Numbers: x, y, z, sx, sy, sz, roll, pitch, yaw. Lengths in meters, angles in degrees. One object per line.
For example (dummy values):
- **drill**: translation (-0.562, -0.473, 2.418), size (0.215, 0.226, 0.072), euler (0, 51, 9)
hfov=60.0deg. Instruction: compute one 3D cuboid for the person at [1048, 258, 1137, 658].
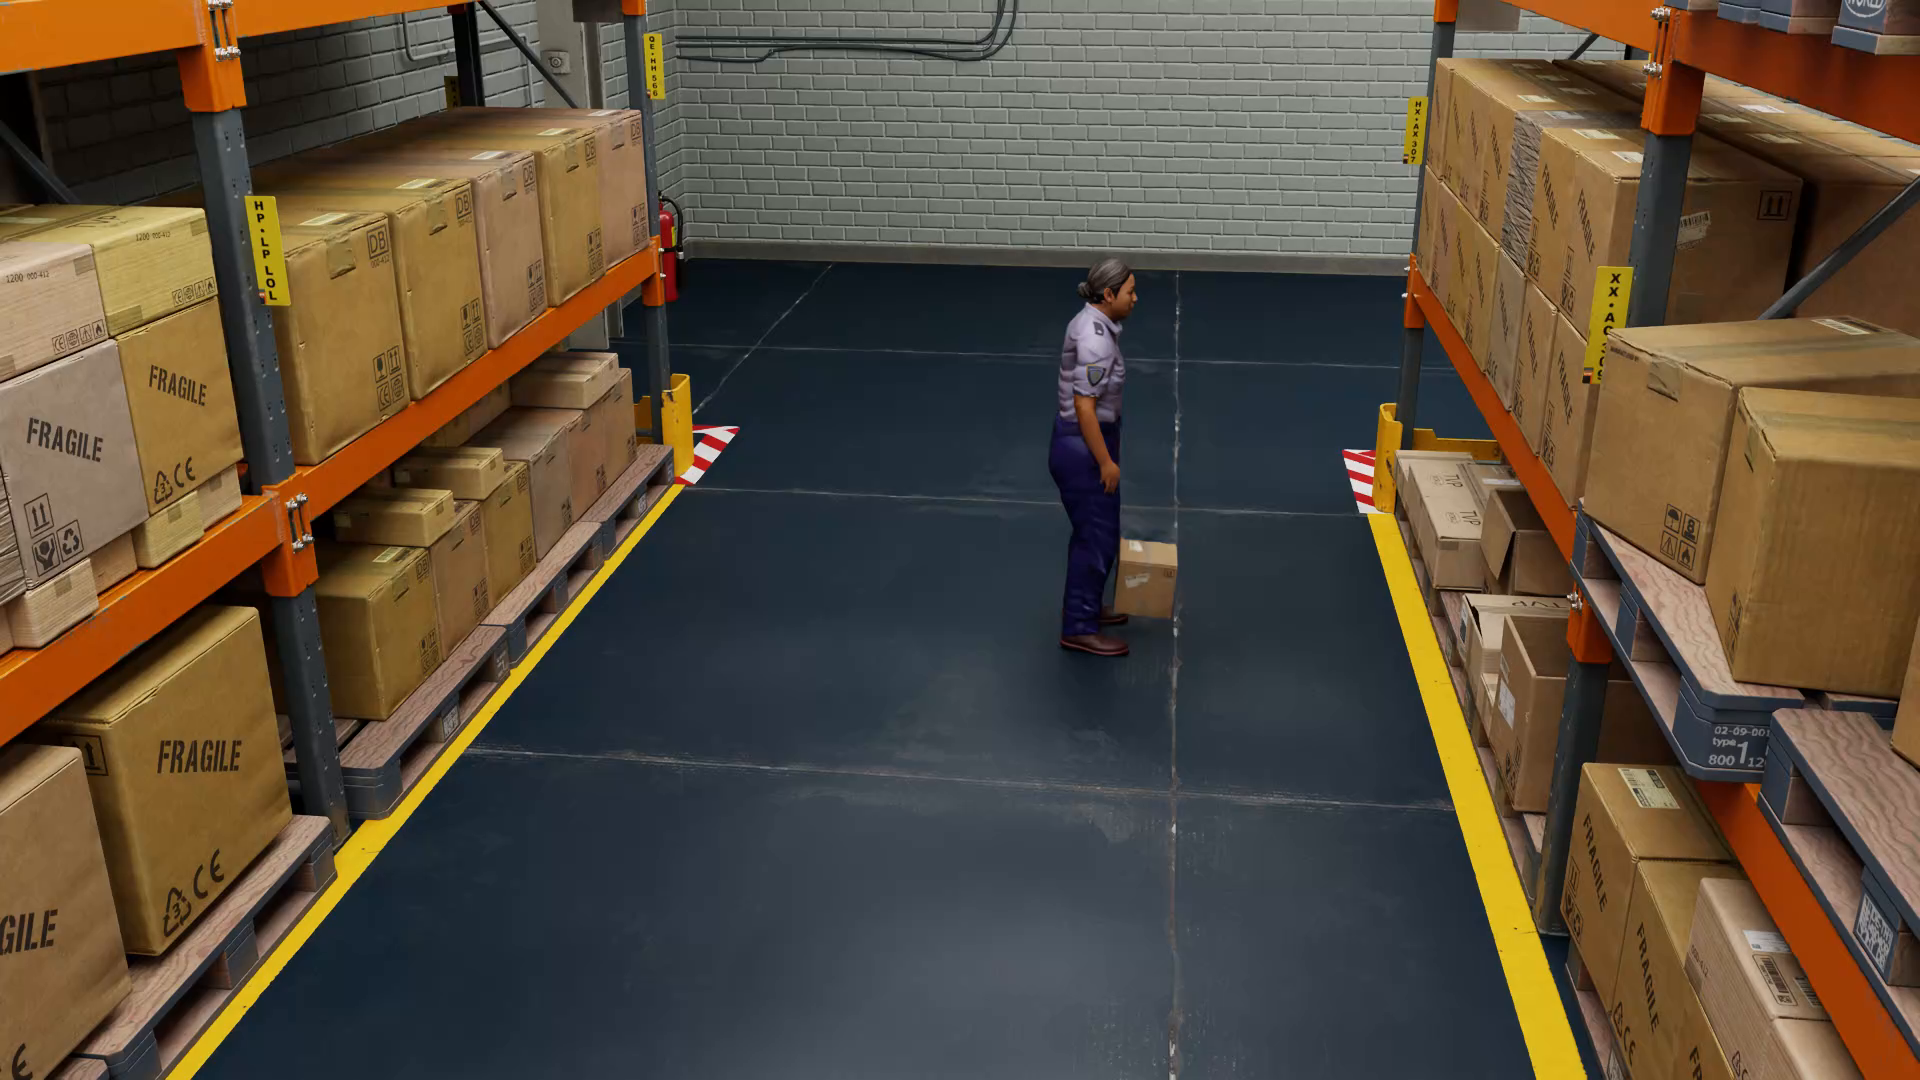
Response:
- **person**: translation (0.560, -0.314, 7.050), size (0.368, 1.542, 0.533), euler (2, 21, 5)
